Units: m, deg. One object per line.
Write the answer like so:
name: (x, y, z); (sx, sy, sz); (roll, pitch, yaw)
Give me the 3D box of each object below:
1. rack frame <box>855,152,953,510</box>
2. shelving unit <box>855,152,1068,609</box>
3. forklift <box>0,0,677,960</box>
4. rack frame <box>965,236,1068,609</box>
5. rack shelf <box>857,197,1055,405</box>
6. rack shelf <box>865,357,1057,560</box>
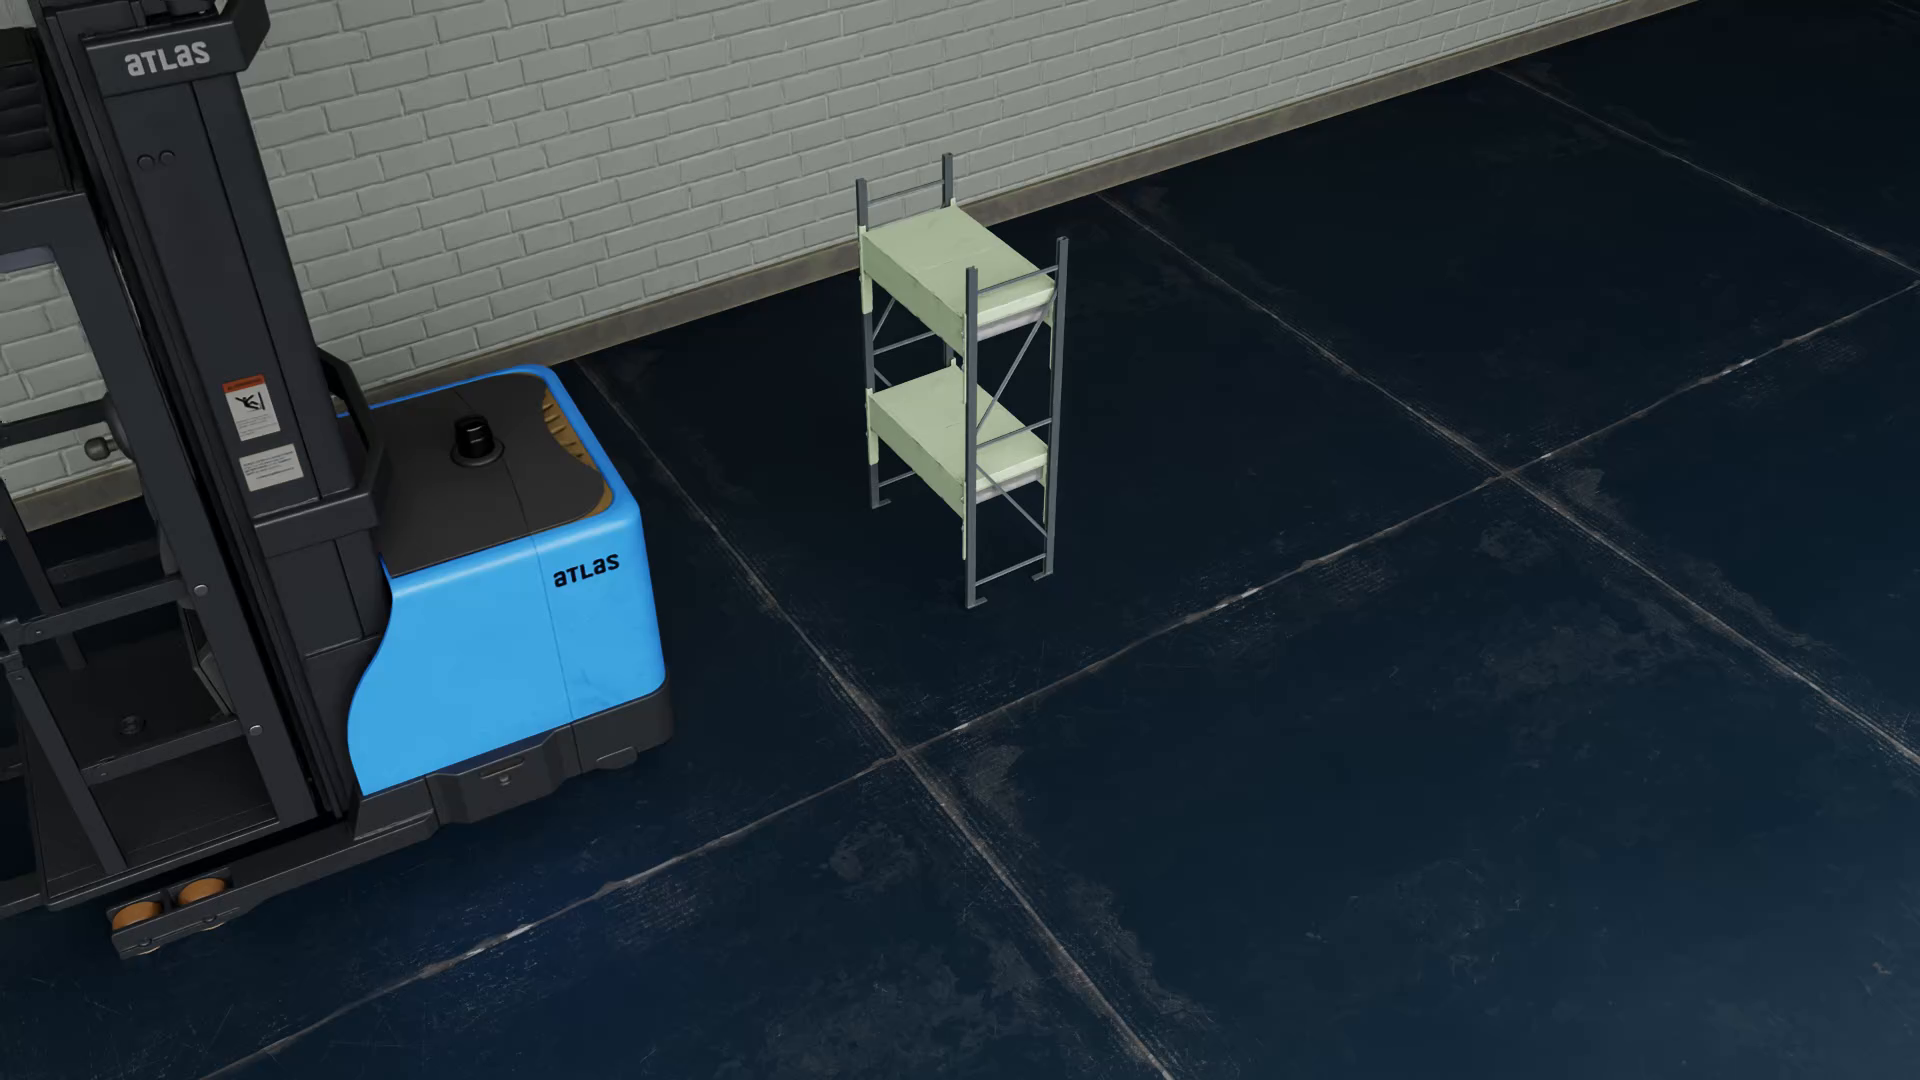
rack frame: (-0.200, -0.777, 6.511); (0.400, 1.500, 0.023); (-22, 45, -24)
shelving unit: (-0.004, -0.580, 6.274); (0.431, 1.500, 0.755); (-22, 45, -24)
forklift: (-2.539, -0.221, 4.726); (3.031, 2.935, 1.130); (-19, 43, -21)
rack frame: (0.193, -0.382, 6.037); (0.400, 1.500, 0.023); (-22, 45, -24)
rack shelf: (-0.004, -0.880, 6.024); (0.431, 0.370, 0.720); (-22, 45, -24)
rack shelf: (-0.004, -0.329, 6.483); (0.431, 0.370, 0.720); (-22, 45, -24)
